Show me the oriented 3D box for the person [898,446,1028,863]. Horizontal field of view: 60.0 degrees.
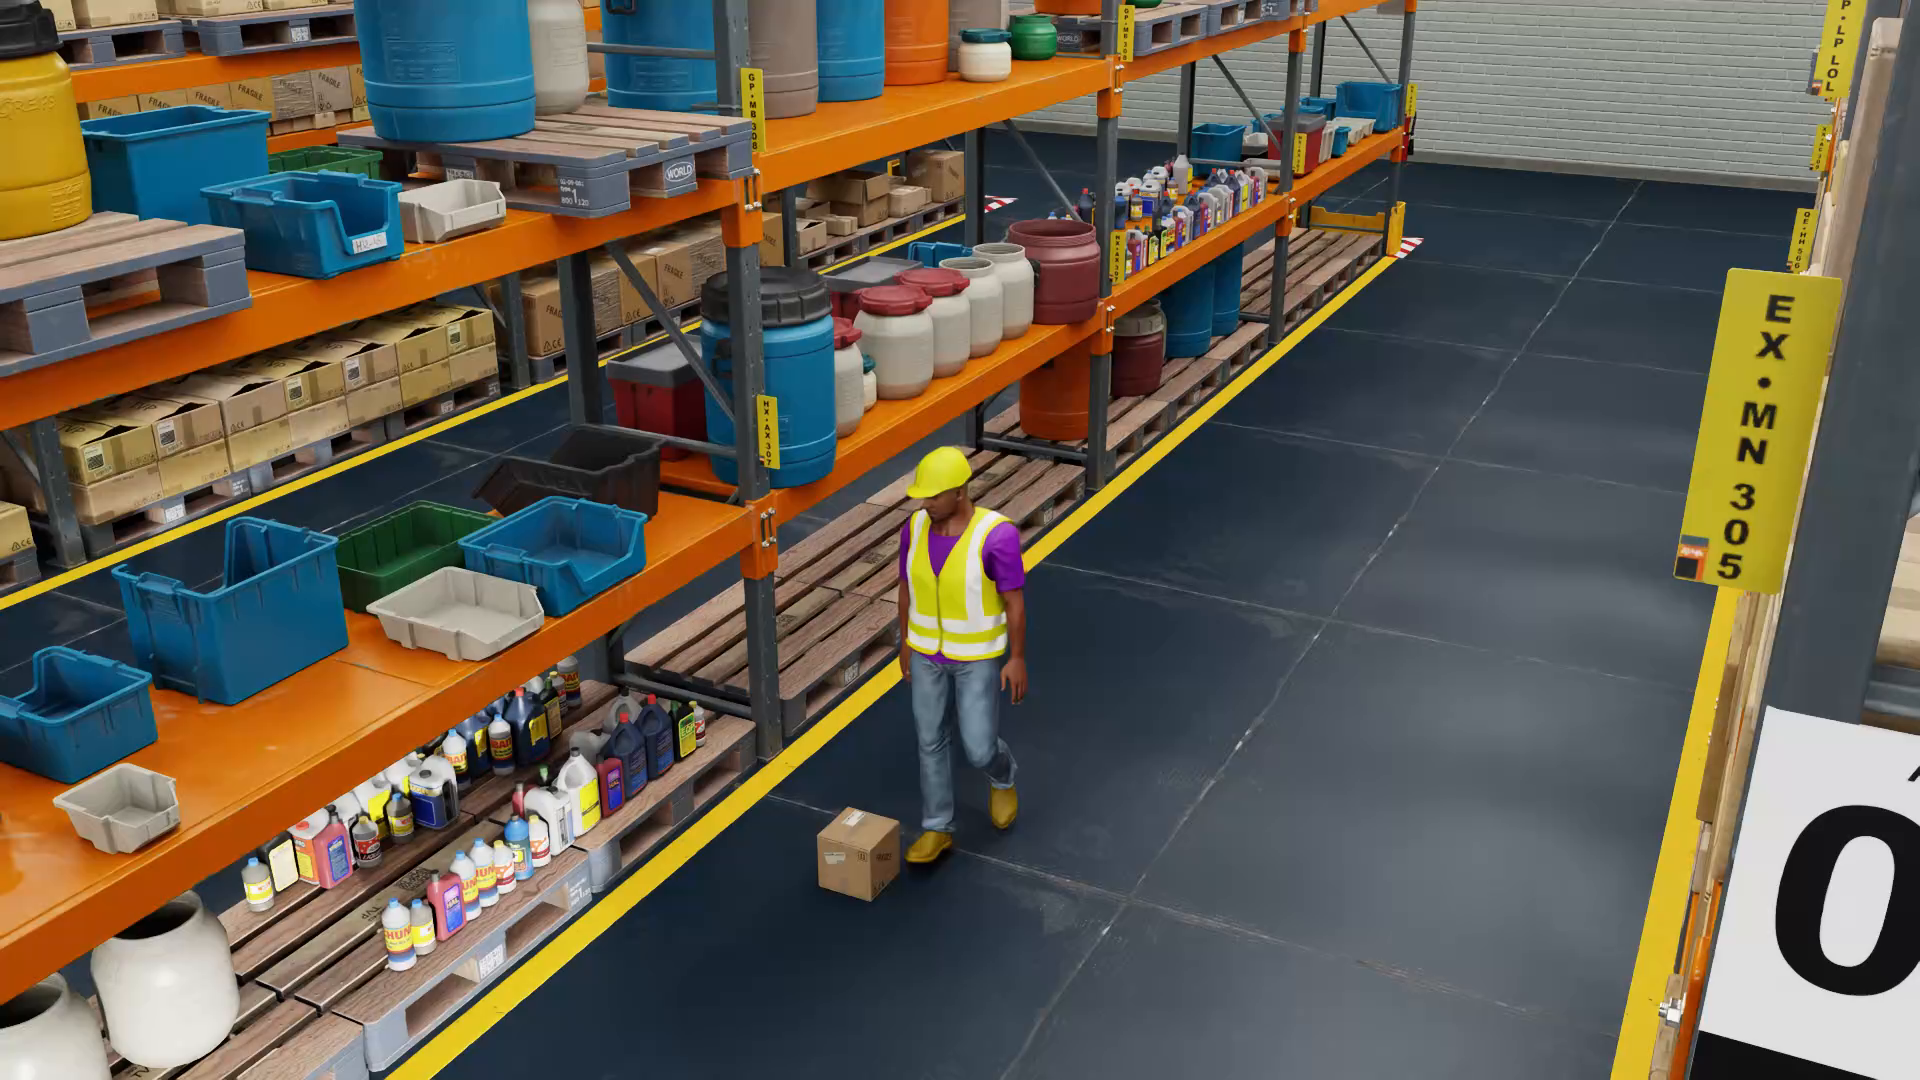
[{"bbox_3d":[-0.024,0.482,6.872,0.631,1.764,0.659,11,25,24],"label":"person"}]
